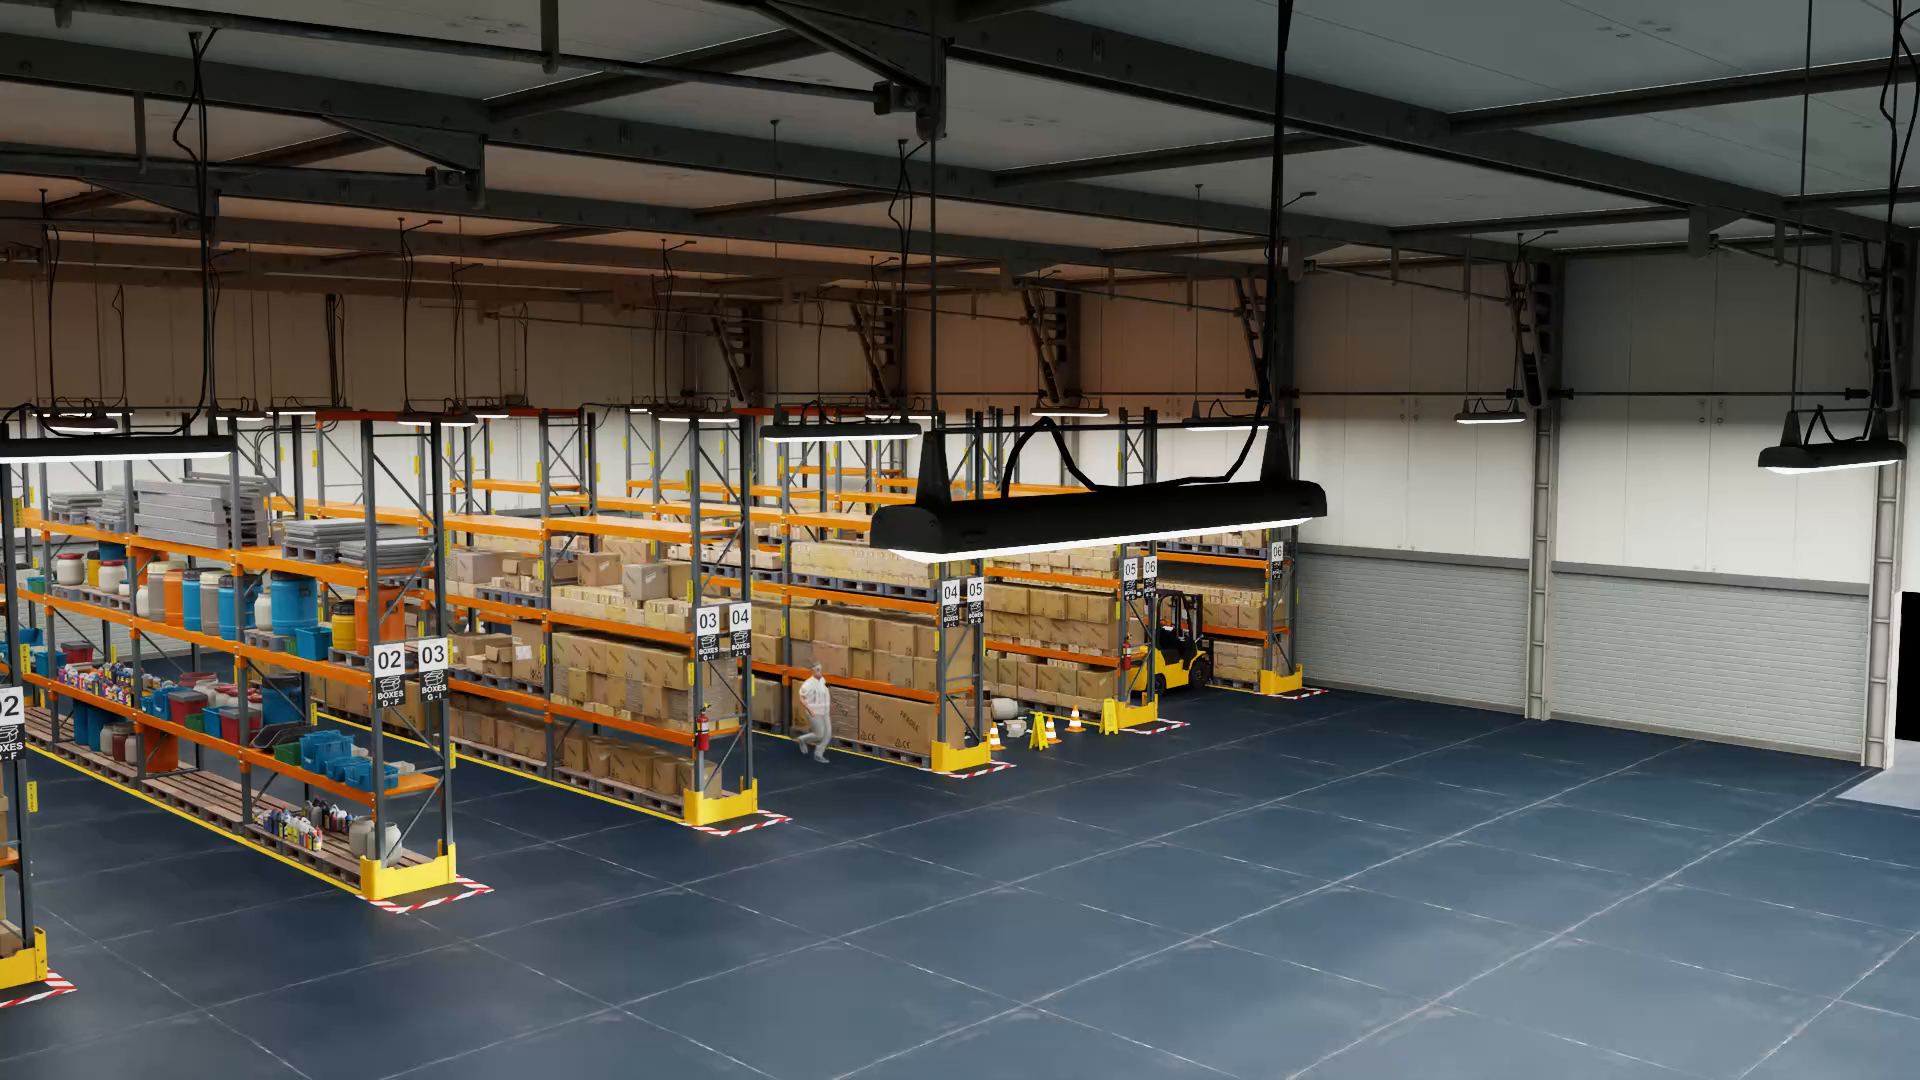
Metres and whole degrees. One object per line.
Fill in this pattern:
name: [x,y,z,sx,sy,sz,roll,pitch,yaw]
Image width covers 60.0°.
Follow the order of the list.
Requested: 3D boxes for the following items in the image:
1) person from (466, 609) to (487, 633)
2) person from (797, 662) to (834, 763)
person: [-10.353,2.317,35.834,0.578,1.657,0.643,-5,7,-43]
person: [-2.473,2.943,28.555,0.602,1.742,0.664,4,6,36]
